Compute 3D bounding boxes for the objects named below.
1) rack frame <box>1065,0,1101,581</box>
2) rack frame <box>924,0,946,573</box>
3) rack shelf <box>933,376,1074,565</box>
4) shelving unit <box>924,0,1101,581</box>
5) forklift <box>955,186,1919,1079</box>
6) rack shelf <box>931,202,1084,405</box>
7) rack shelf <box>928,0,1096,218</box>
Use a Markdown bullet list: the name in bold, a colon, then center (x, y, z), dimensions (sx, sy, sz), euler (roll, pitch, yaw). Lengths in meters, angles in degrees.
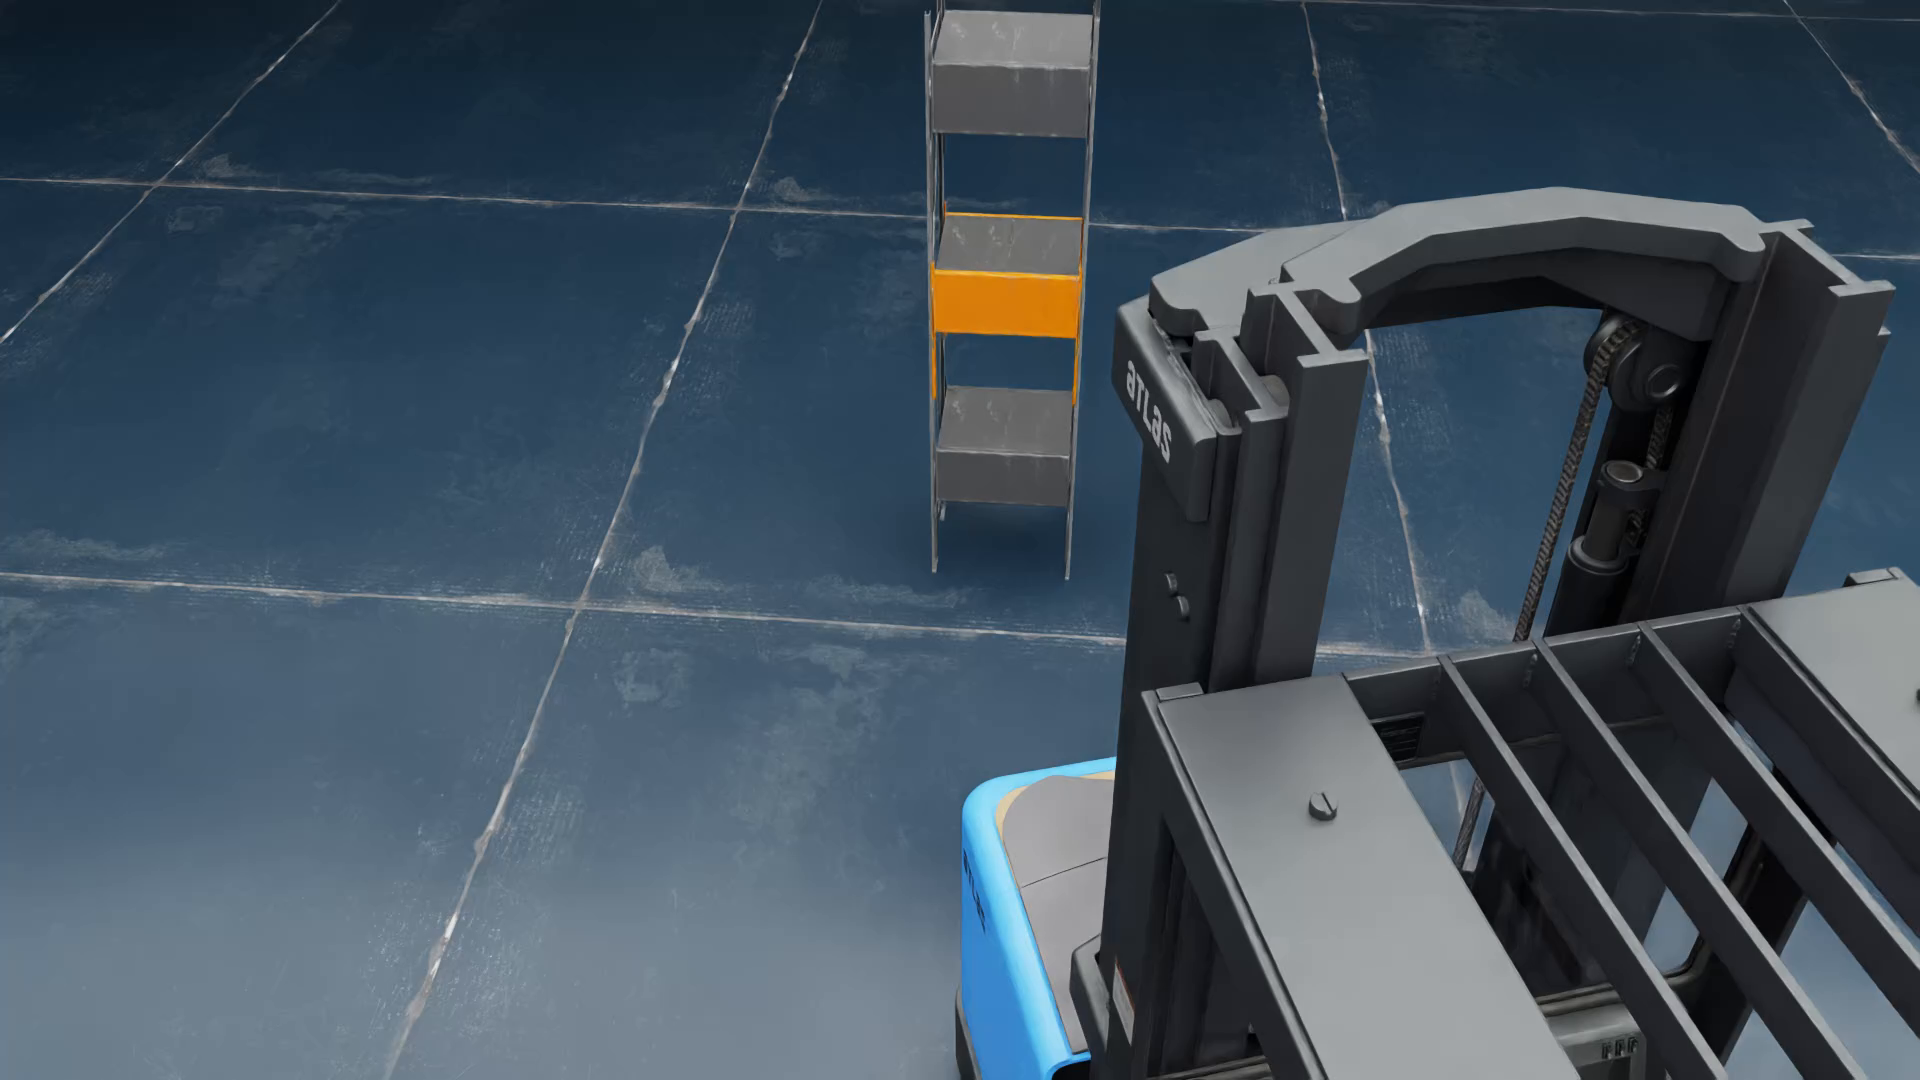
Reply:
- **rack frame**: center (0.408, -0.792, 5.560), dimensions (0.015, 2.100, 0.400), euler (3, 39, 4)
- **rack frame**: center (-0.078, -0.819, 5.592), dimensions (0.015, 2.100, 0.400), euler (3, 39, 4)
- **rack shelf**: center (0.165, -0.252, 6.027), dimensions (0.480, 0.518, 0.431), euler (3, 39, 4)
- **shelving unit**: center (0.165, -0.805, 5.576), dimensions (0.503, 2.100, 0.431), euler (3, 39, 4)
- **forklift**: center (0.821, 1.096, 2.582), dimensions (1.130, 2.935, 3.031), euler (-8, 40, -10)
- **rack shelf**: center (0.165, -0.795, 5.585), dimensions (0.480, 0.518, 0.431), euler (3, 39, 4)
- **rack shelf**: center (0.165, -1.338, 5.143), dimensions (0.480, 0.518, 0.431), euler (3, 39, 4)
